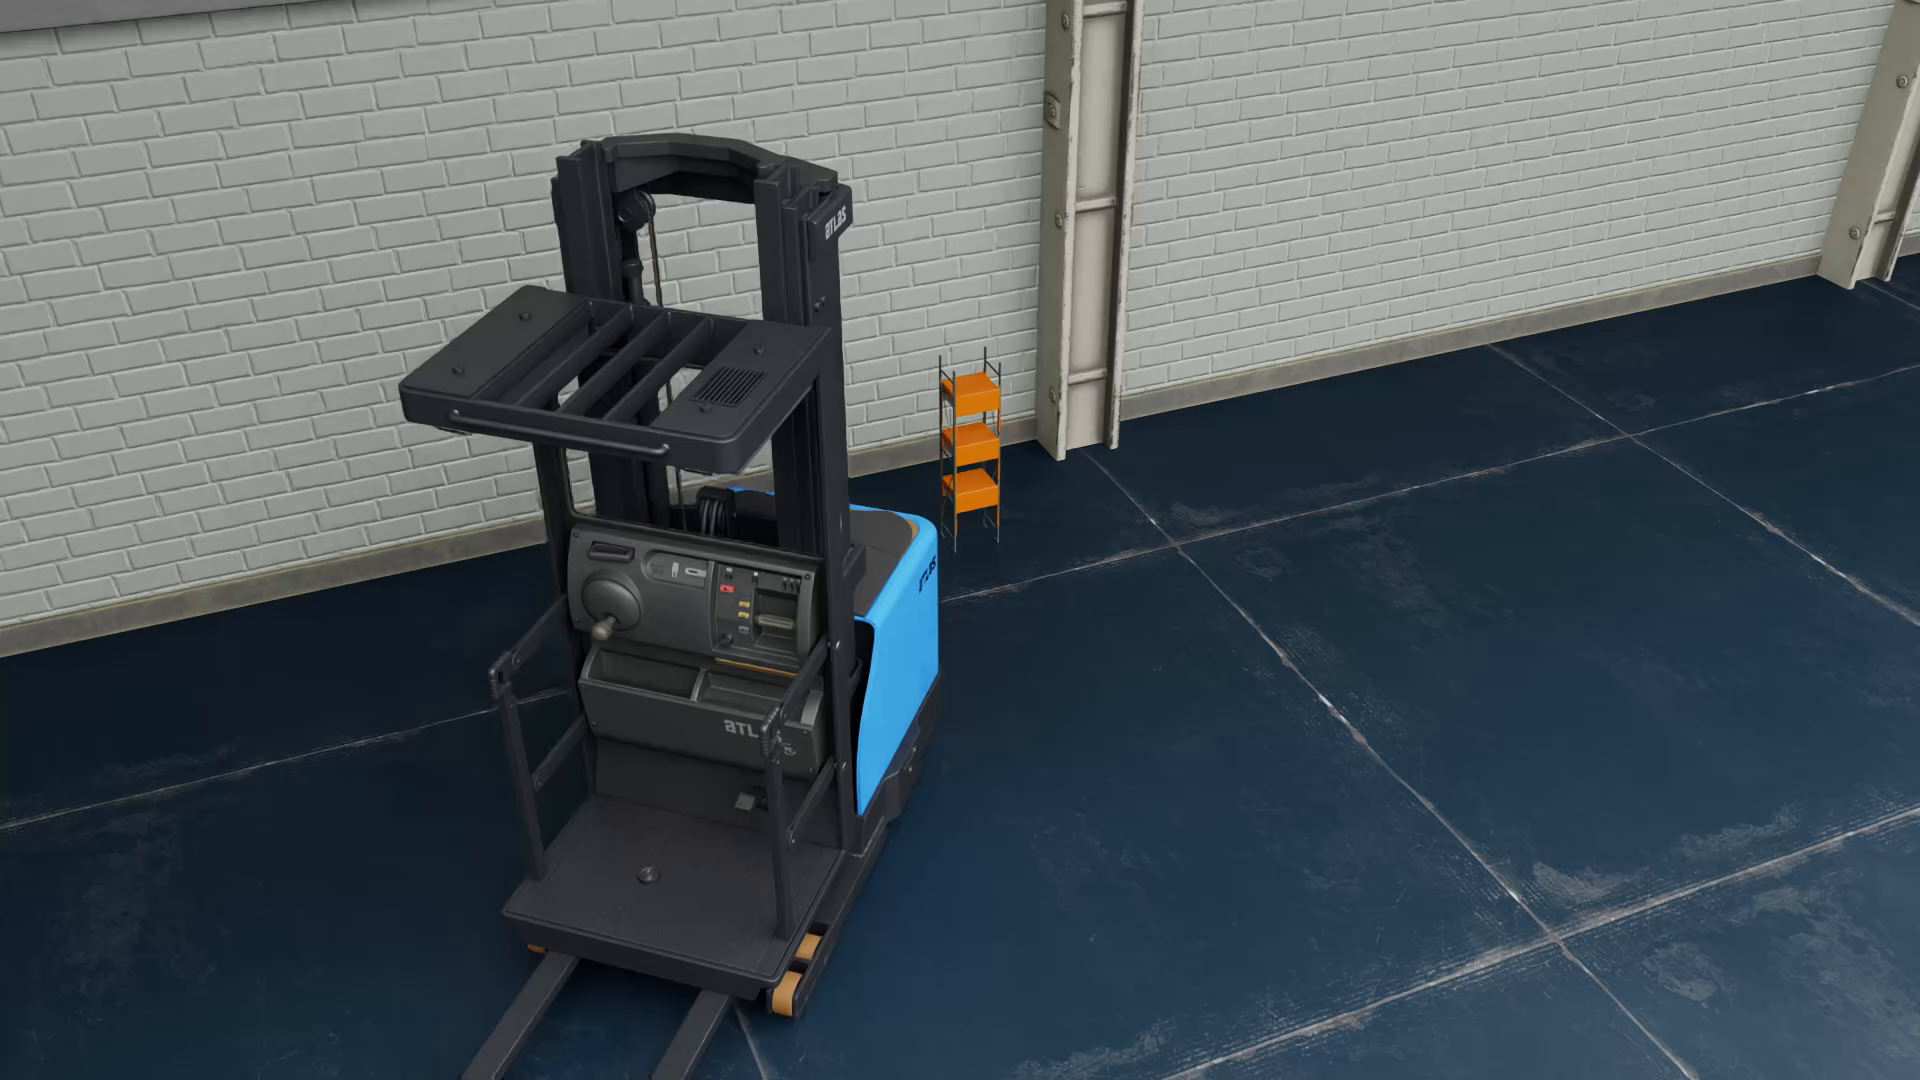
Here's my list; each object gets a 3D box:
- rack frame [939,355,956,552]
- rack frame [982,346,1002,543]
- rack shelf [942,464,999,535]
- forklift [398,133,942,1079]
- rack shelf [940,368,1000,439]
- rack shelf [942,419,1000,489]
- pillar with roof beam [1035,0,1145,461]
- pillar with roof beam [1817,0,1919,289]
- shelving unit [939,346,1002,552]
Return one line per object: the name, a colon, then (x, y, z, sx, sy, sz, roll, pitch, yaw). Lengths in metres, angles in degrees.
rack frame: (-0.063, -0.426, 8.441, 0.008, 1.050, 0.200, -13, 35, -19)
rack frame: (0.162, -0.477, 8.521, 0.008, 1.050, 0.200, -13, 35, -19)
rack shelf: (0.049, -0.210, 8.638, 0.240, 0.259, 0.215, -13, 35, -19)
forklift: (-1.010, 0.264, 5.656, 1.130, 2.935, 3.031, 10, 34, 15)
rack shelf: (0.049, -0.680, 8.332, 0.240, 0.259, 0.215, -13, 35, -19)
rack shelf: (0.049, -0.442, 8.487, 0.240, 0.259, 0.215, -13, 35, -19)
pillar with roof beam: (2.338, -2.176, 3.843, 0.400, 9.000, 9.100, -13, 35, -19)
pillar with roof beam: (7.870, -3.443, 5.790, 0.400, 9.000, 9.100, -13, 35, -19)
shelving unit: (0.049, -0.451, 8.481, 0.252, 1.050, 0.215, -13, 35, -19)
